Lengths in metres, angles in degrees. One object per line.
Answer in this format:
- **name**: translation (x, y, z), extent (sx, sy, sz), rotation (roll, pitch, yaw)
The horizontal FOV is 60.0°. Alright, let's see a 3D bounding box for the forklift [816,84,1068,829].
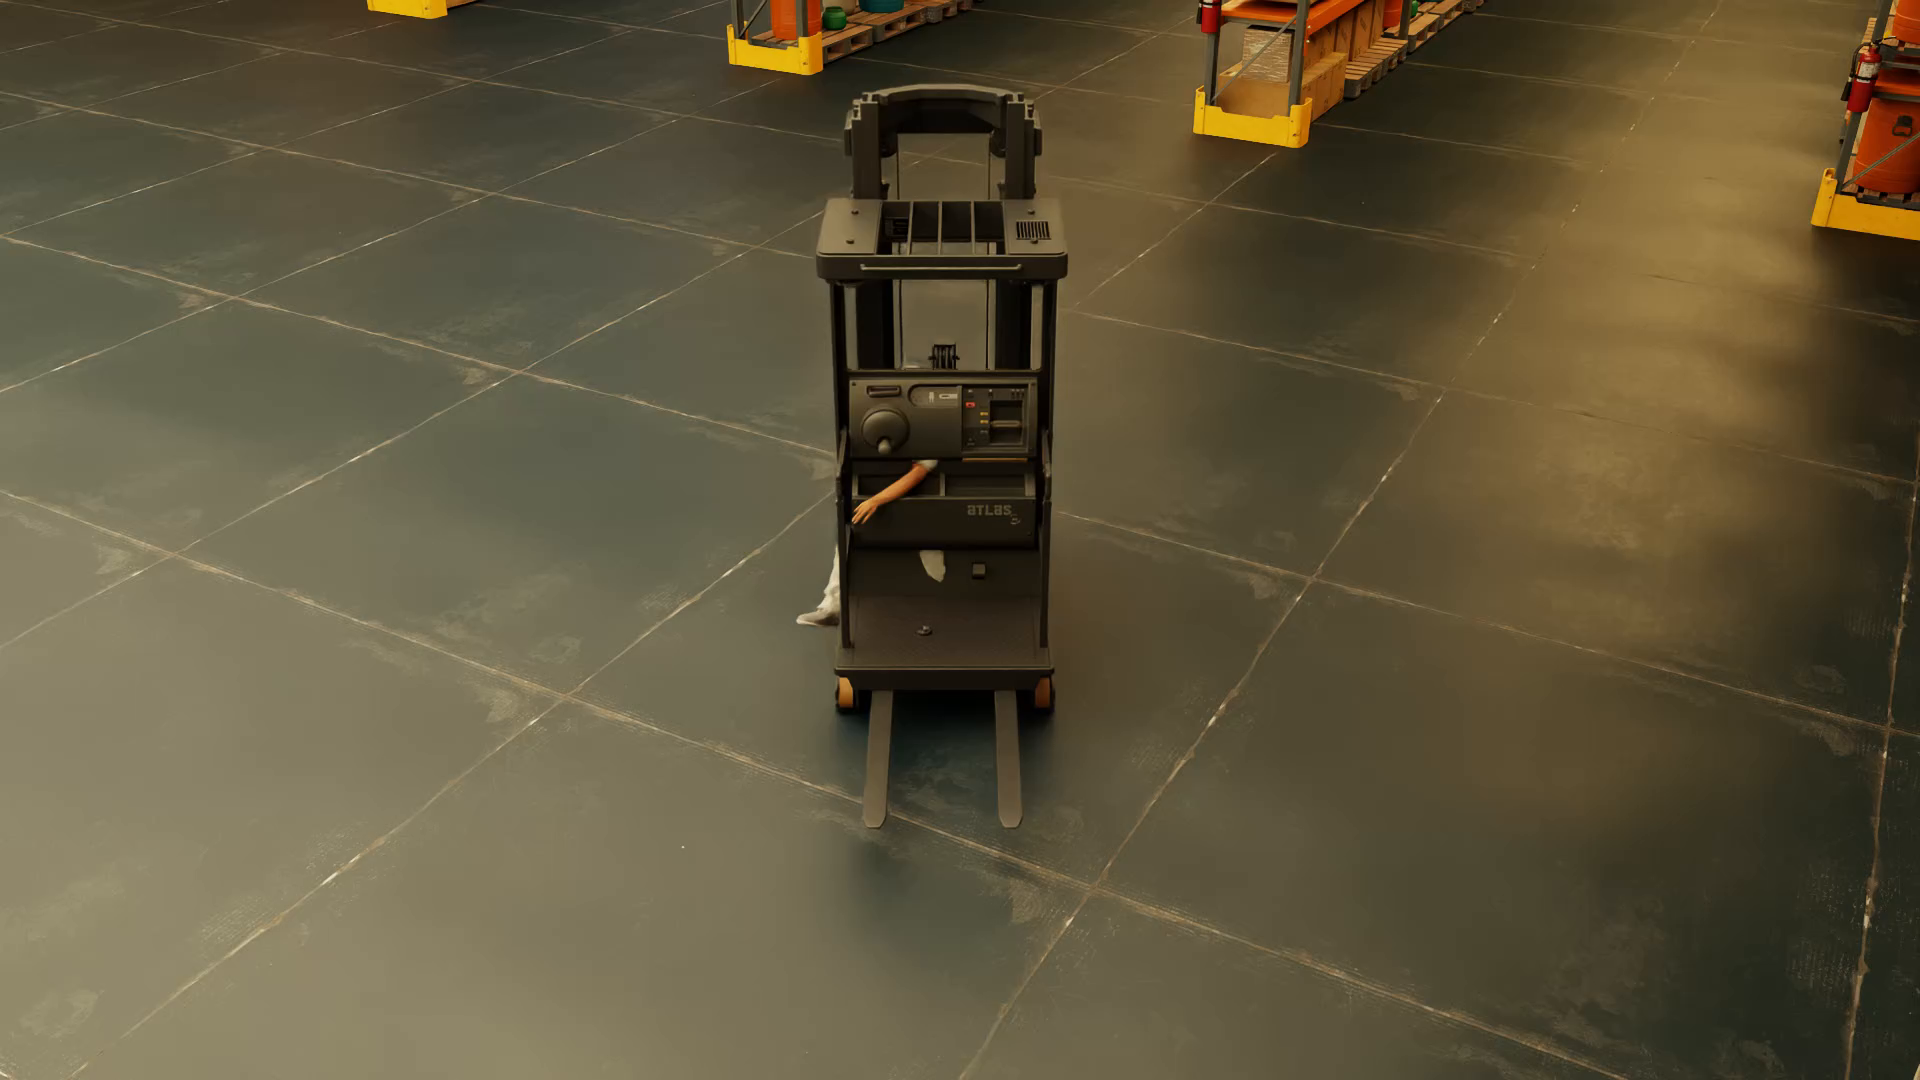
- **forklift**: translation (-0.079, -0.561, 8.042), extent (1.130, 2.935, 3.031), rotation (0, 30, 0)

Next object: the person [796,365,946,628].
- **person**: translation (-0.358, -0.185, 8.664), extent (1.000, 1.529, 0.864), rotation (-25, 39, -37)
